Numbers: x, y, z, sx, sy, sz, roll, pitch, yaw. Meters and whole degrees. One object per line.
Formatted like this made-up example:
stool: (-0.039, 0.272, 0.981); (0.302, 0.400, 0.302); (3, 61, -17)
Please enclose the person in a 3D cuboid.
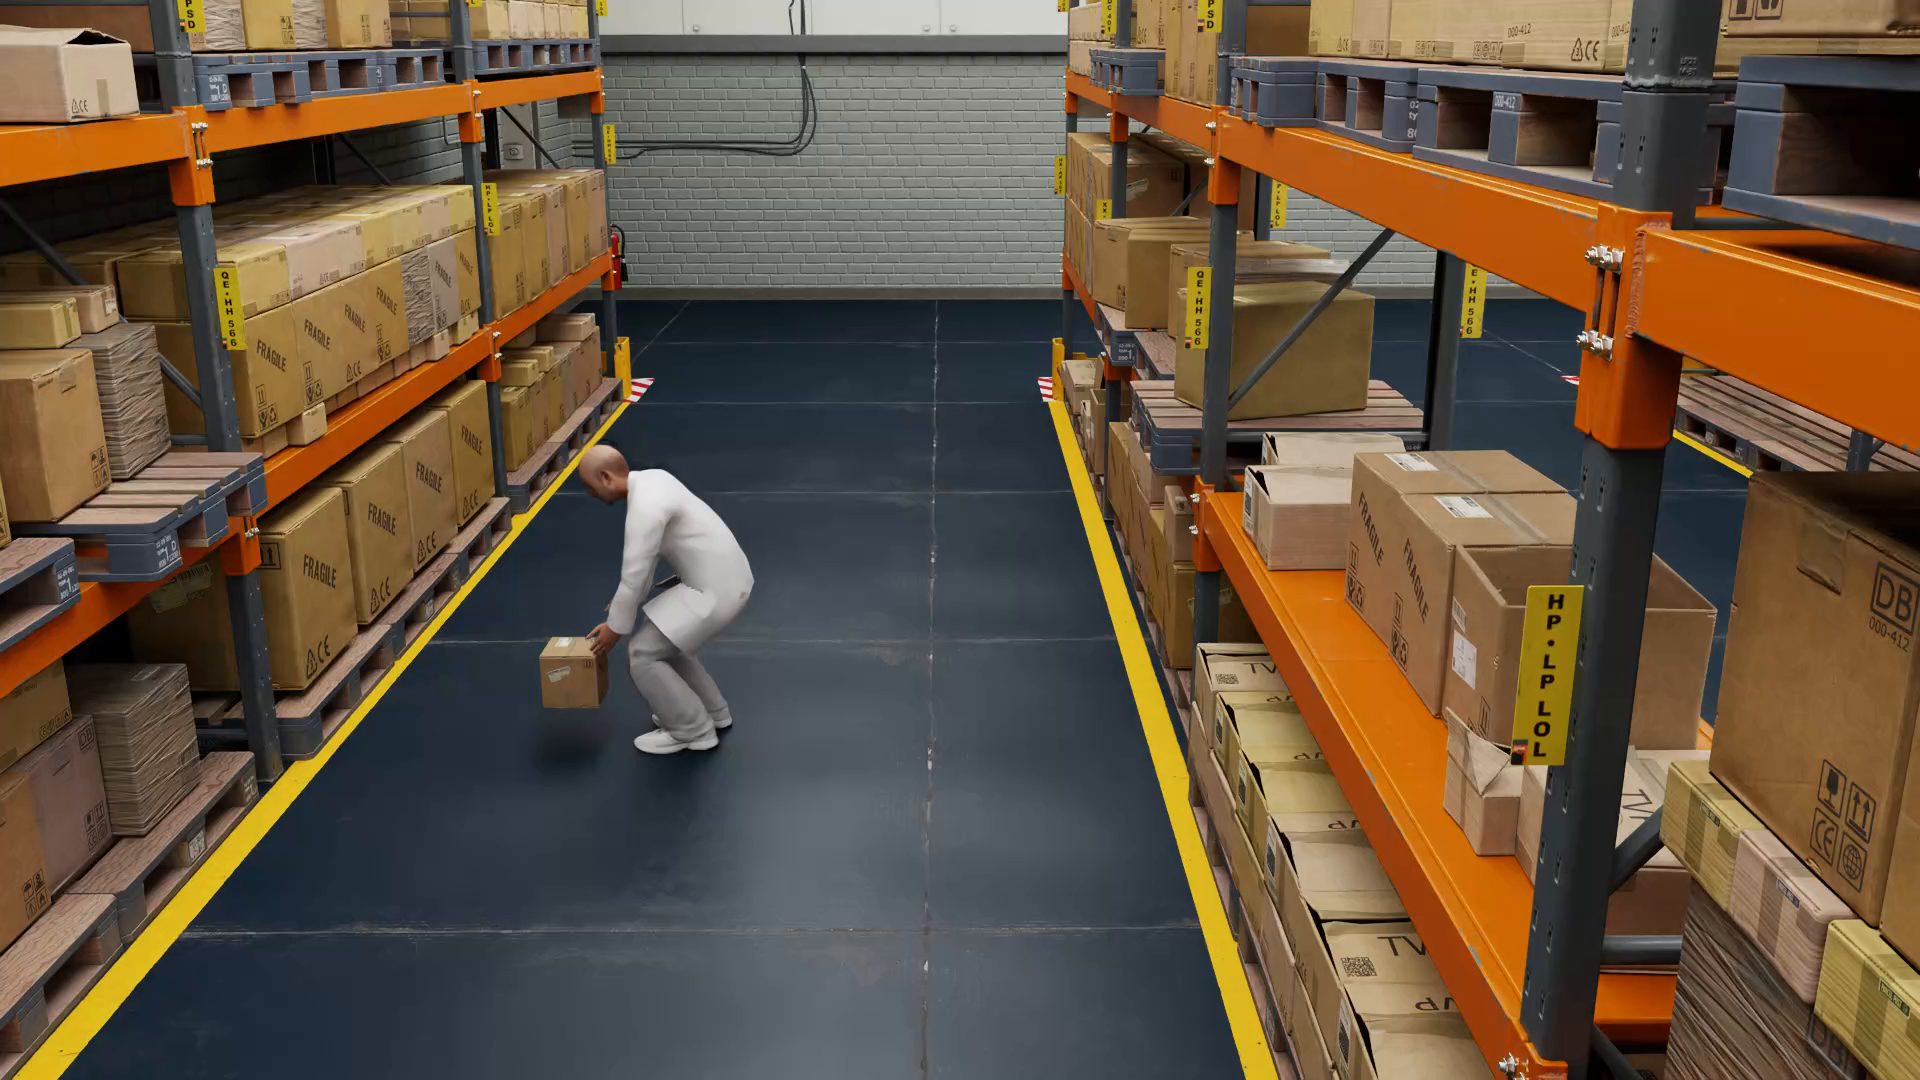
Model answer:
person: (-1.291, 0.254, 7.410); (0.734, 1.388, 0.632); (0, 17, -1)
